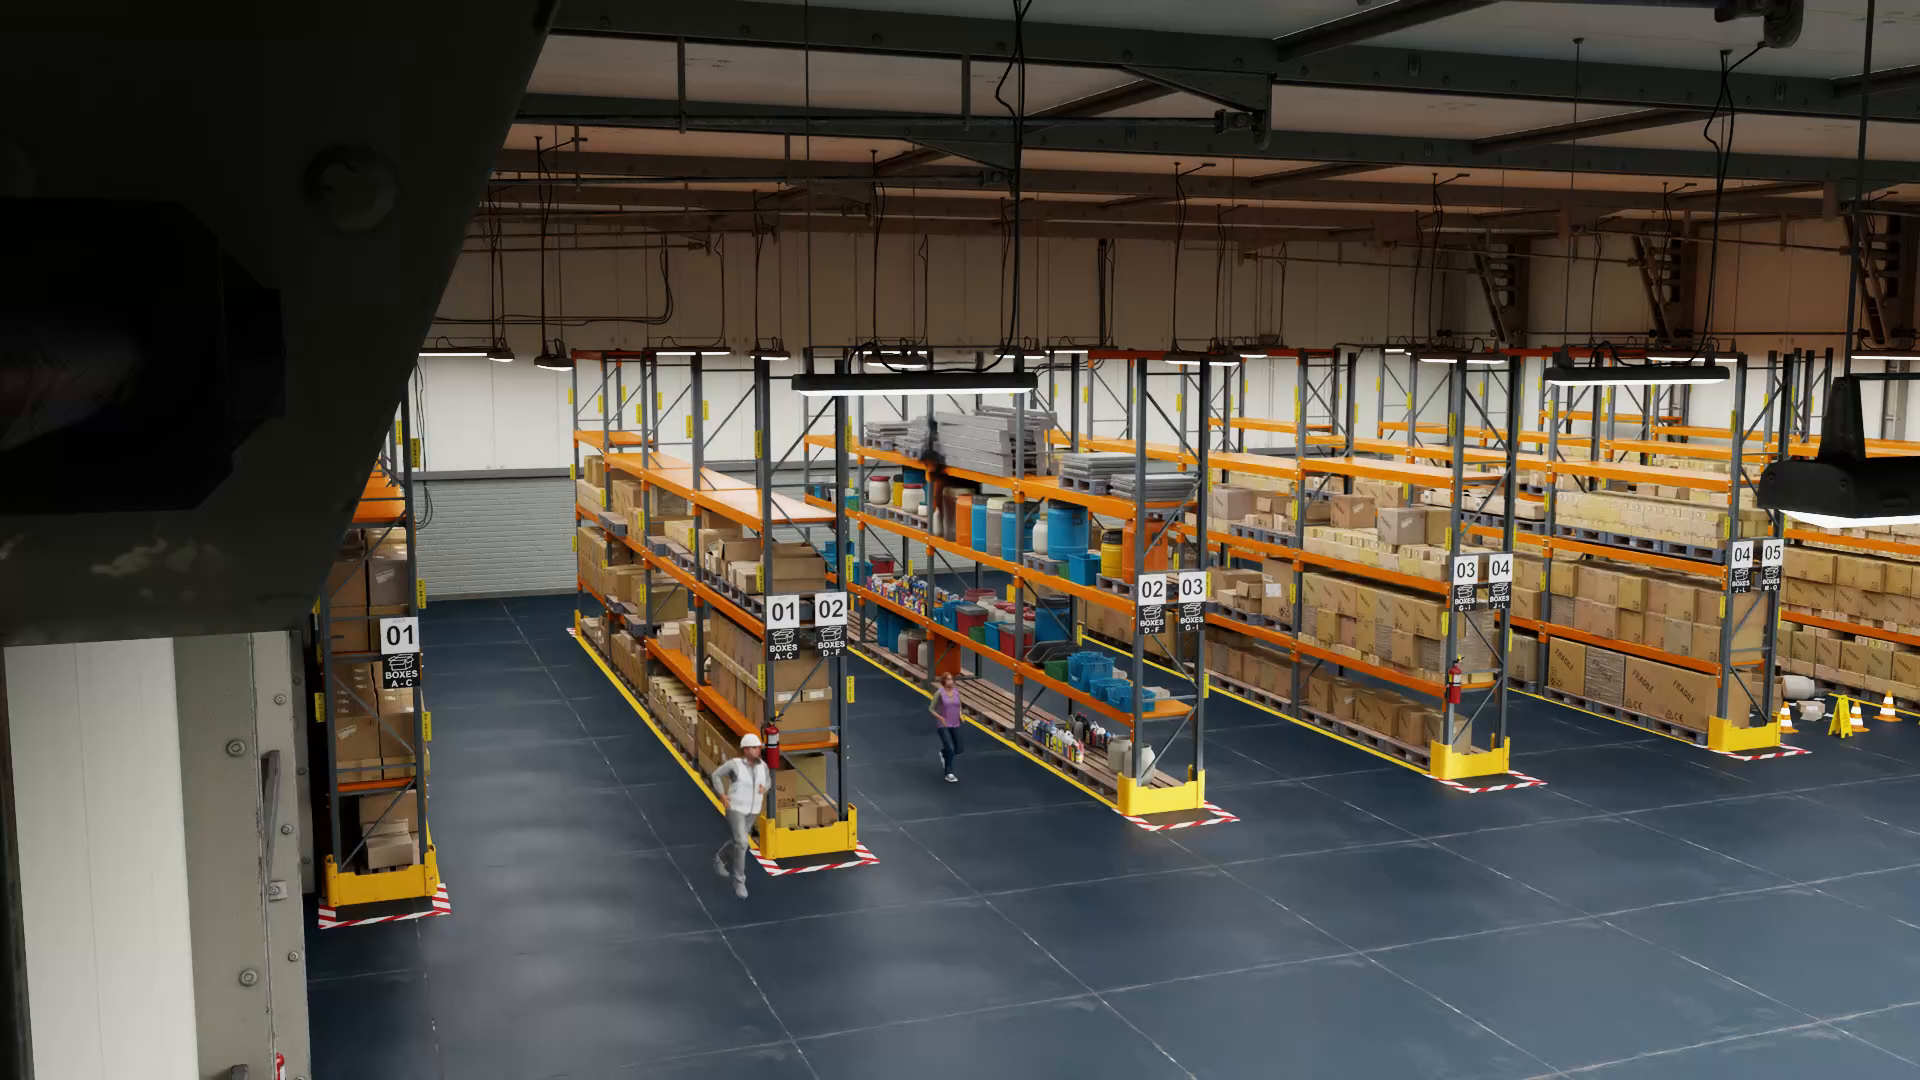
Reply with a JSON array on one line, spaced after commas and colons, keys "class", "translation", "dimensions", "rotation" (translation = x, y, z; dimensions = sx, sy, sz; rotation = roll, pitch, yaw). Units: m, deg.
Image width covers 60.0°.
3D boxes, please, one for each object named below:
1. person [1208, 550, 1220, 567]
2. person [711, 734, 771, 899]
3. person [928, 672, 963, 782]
[{"class": "person", "translation": [6.457, 0.311, 41.650], "dimensions": [0.747, 1.749, 0.804], "rotation": [-1, 7, -7]}, {"class": "person", "translation": [-2.491, 3.104, 19.108], "dimensions": [0.700, 1.770, 0.881], "rotation": [-7, 10, -43]}, {"class": "person", "translation": [-0.206, 2.634, 23.610], "dimensions": [0.508, 1.548, 0.567], "rotation": [-4, 8, -30]}]
